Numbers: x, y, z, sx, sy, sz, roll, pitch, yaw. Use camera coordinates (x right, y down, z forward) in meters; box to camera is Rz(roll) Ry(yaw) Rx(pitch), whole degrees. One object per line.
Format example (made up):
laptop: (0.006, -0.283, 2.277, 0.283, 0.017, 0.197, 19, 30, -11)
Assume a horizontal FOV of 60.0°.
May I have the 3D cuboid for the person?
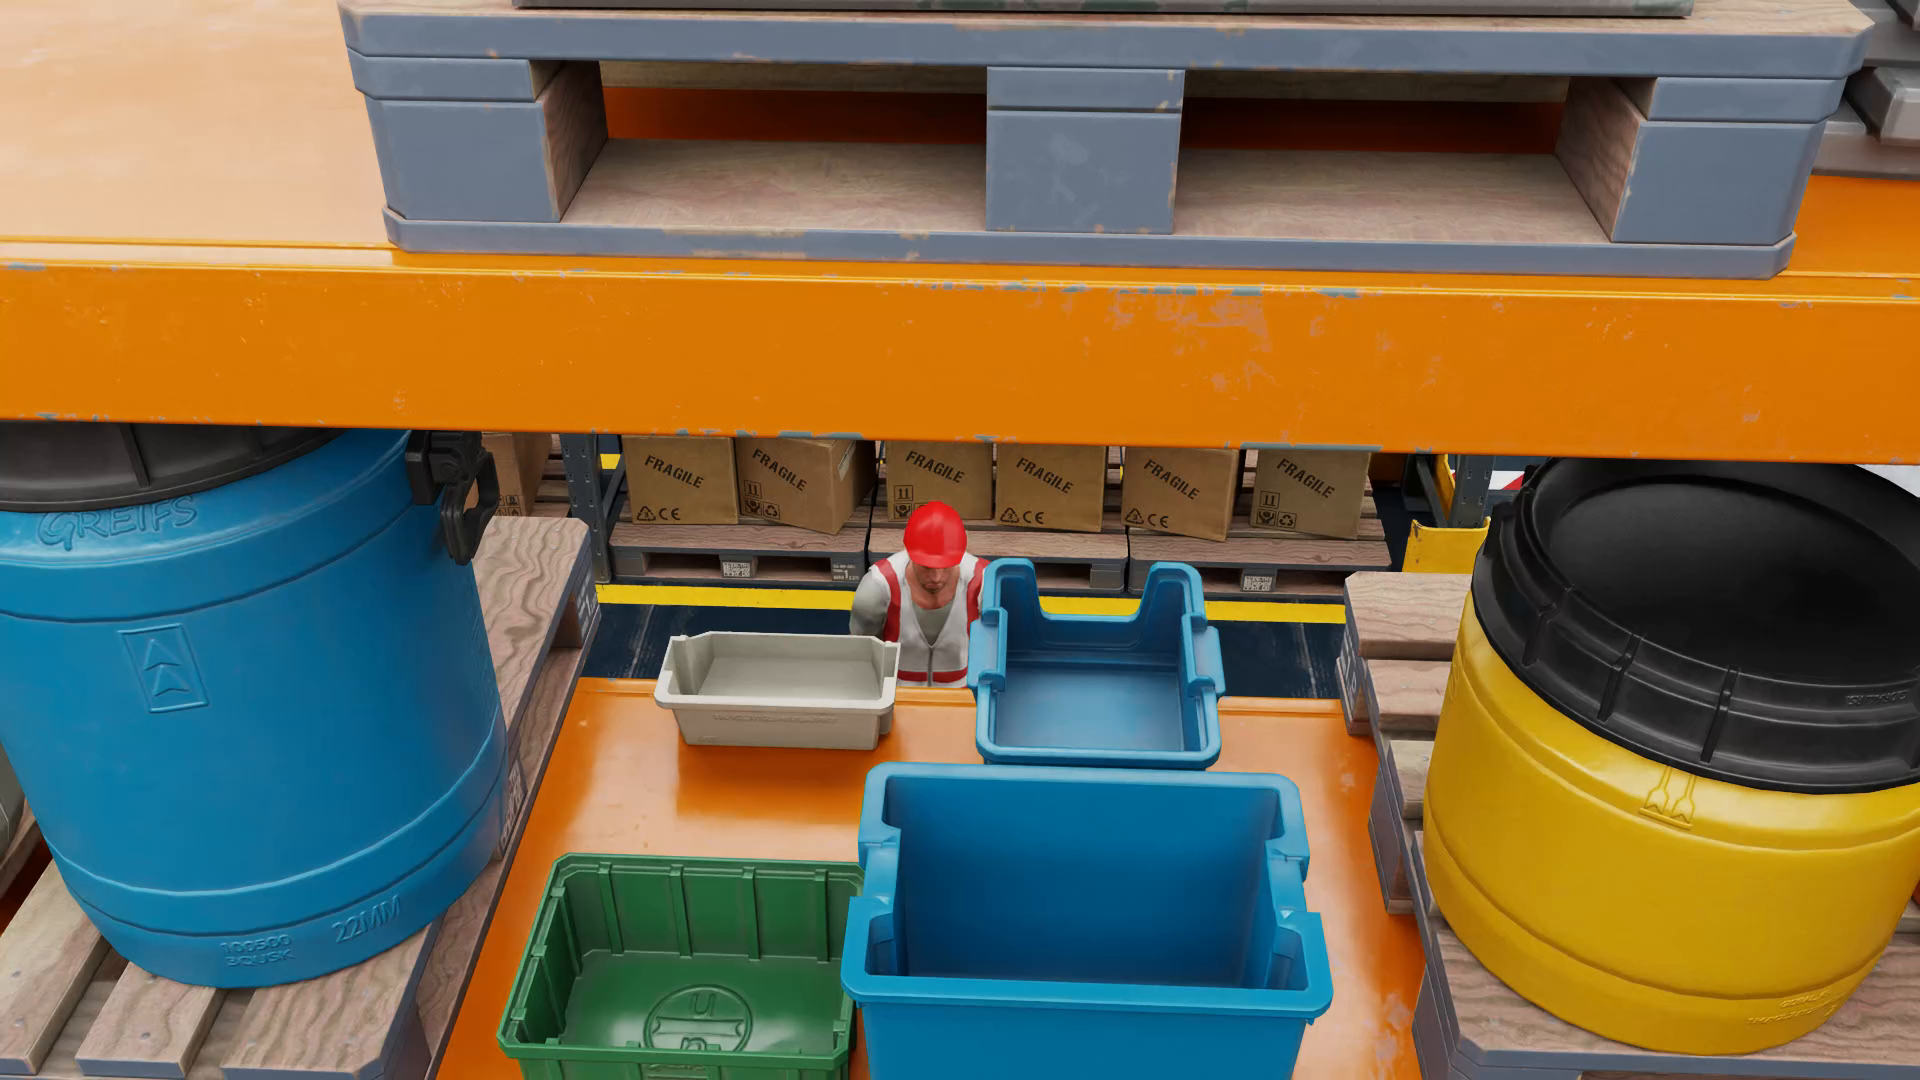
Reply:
person: (-0.102, 0.591, 5.799, 0.620, 1.780, 0.446, 0, 35, -1)
